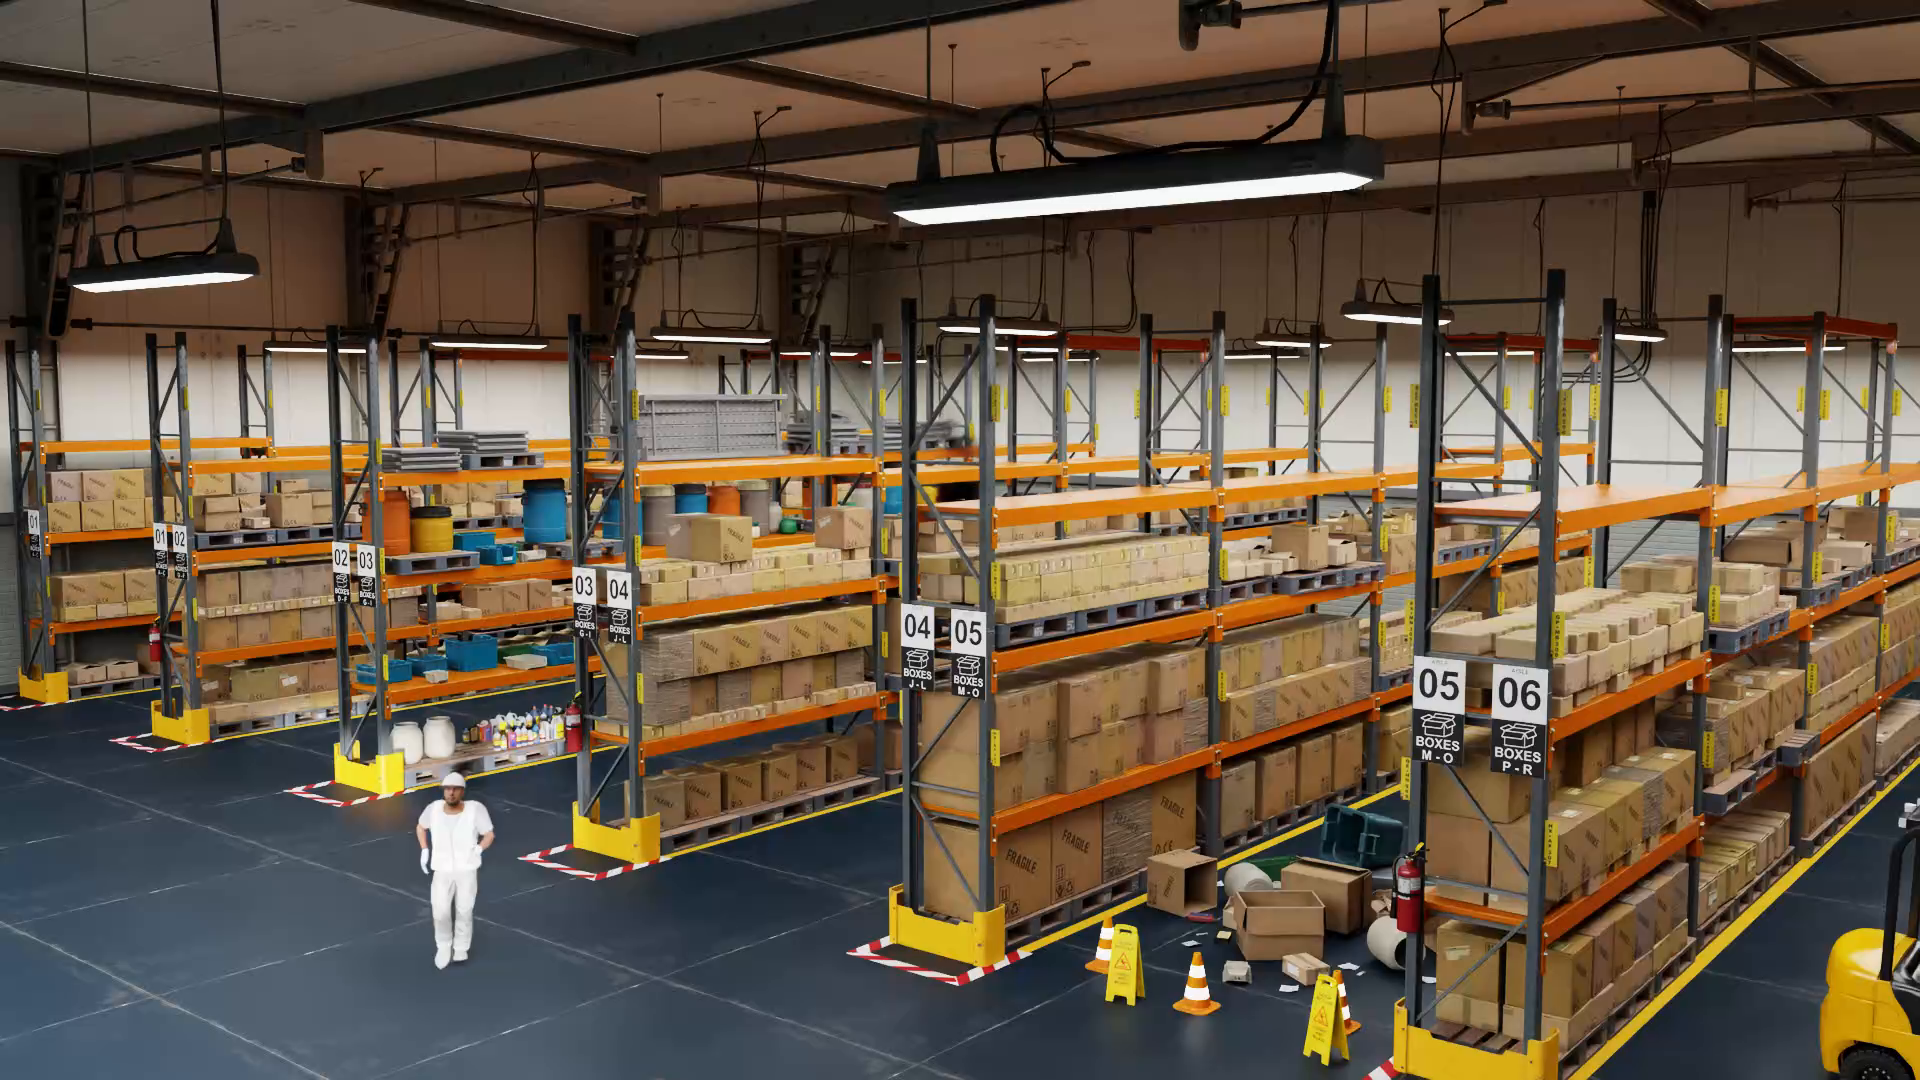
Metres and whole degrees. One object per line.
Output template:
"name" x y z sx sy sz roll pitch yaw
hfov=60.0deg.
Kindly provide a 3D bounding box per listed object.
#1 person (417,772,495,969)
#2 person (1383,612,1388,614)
"person" -4.500 2.954 14.836 0.678 1.772 0.671 -1 5 -14
"person" 7.103 1.939 27.075 0.926 1.569 0.686 -5 7 -43
